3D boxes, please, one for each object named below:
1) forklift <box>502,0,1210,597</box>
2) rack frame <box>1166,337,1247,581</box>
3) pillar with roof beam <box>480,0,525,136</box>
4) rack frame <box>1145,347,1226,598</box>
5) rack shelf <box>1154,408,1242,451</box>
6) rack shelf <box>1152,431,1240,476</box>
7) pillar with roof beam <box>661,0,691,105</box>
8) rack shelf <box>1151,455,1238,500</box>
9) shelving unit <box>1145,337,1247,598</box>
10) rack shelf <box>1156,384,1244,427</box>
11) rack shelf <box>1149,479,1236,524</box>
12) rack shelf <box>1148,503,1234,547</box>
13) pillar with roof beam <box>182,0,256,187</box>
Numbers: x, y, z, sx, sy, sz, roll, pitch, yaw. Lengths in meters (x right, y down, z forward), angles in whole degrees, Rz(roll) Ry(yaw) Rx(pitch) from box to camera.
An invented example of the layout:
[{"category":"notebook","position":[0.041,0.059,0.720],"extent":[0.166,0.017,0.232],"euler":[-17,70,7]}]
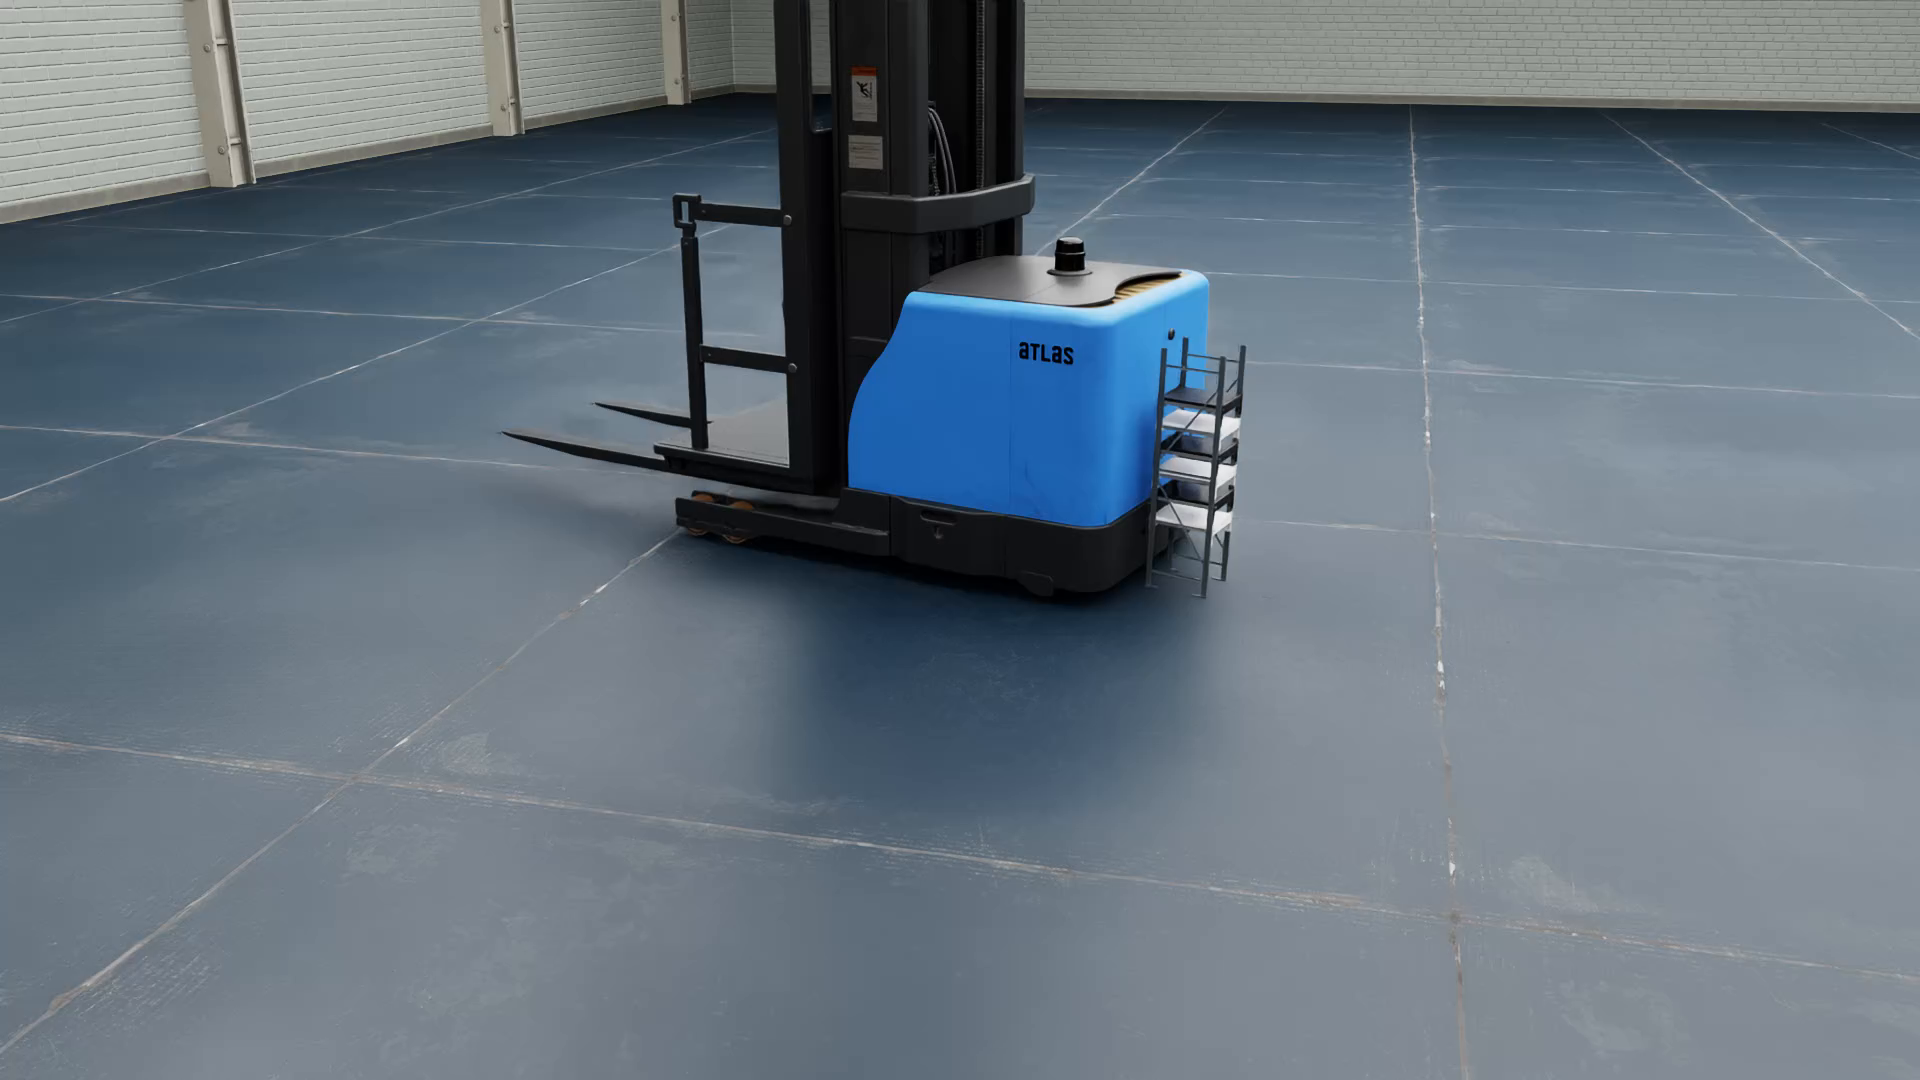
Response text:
[{"category":"forklift","position":[-0.563,-1.509,6.572],"extent":[3.031,2.935,1.130],"euler":[10,21,28]},{"category":"rack frame","position":[0.904,-0.291,6.134],"extent":[0.240,0.900,0.006],"euler":[12,22,27]},{"category":"pillar with roof beam","position":[-2.176,-9.618,20.924],"extent":[9.100,9.000,0.400],"euler":[5,19,13]},{"category":"rack frame","position":[0.805,-0.233,5.966],"extent":[0.240,0.900,0.006],"euler":[12,22,27]},{"category":"rack shelf","position":[0.859,-0.400,6.000],"extent":[0.258,0.077,0.200],"euler":[12,22,27]},{"category":"rack shelf","position":[0.856,-0.316,6.031],"extent":[0.258,0.077,0.200],"euler":[12,22,27]},{"category":"pillar with roof beam","position":[-0.710,-11.498,26.430],"extent":[9.100,9.000,0.400],"euler":[5,19,13]},{"category":"rack shelf","position":[0.854,-0.231,6.061],"extent":[0.258,0.077,0.200],"euler":[12,22,27]},{"category":"shelving unit","position":[0.855,-0.262,6.050],"extent":[0.258,0.900,0.210],"euler":[12,22,27]},{"category":"rack shelf","position":[0.861,-0.485,5.970],"extent":[0.258,0.077,0.200],"euler":[12,22,27]},{"category":"rack shelf","position":[0.851,-0.146,6.092],"extent":[0.258,0.077,0.200],"euler":[12,22,27]},{"category":"rack shelf","position":[0.849,-0.062,6.122],"extent":[0.258,0.077,0.200],"euler":[12,22,27]},{"category":"pillar with roof beam","position":[-3.642,-7.737,15.418],"extent":[9.100,9.000,0.400],"euler":[5,19,13]}]
